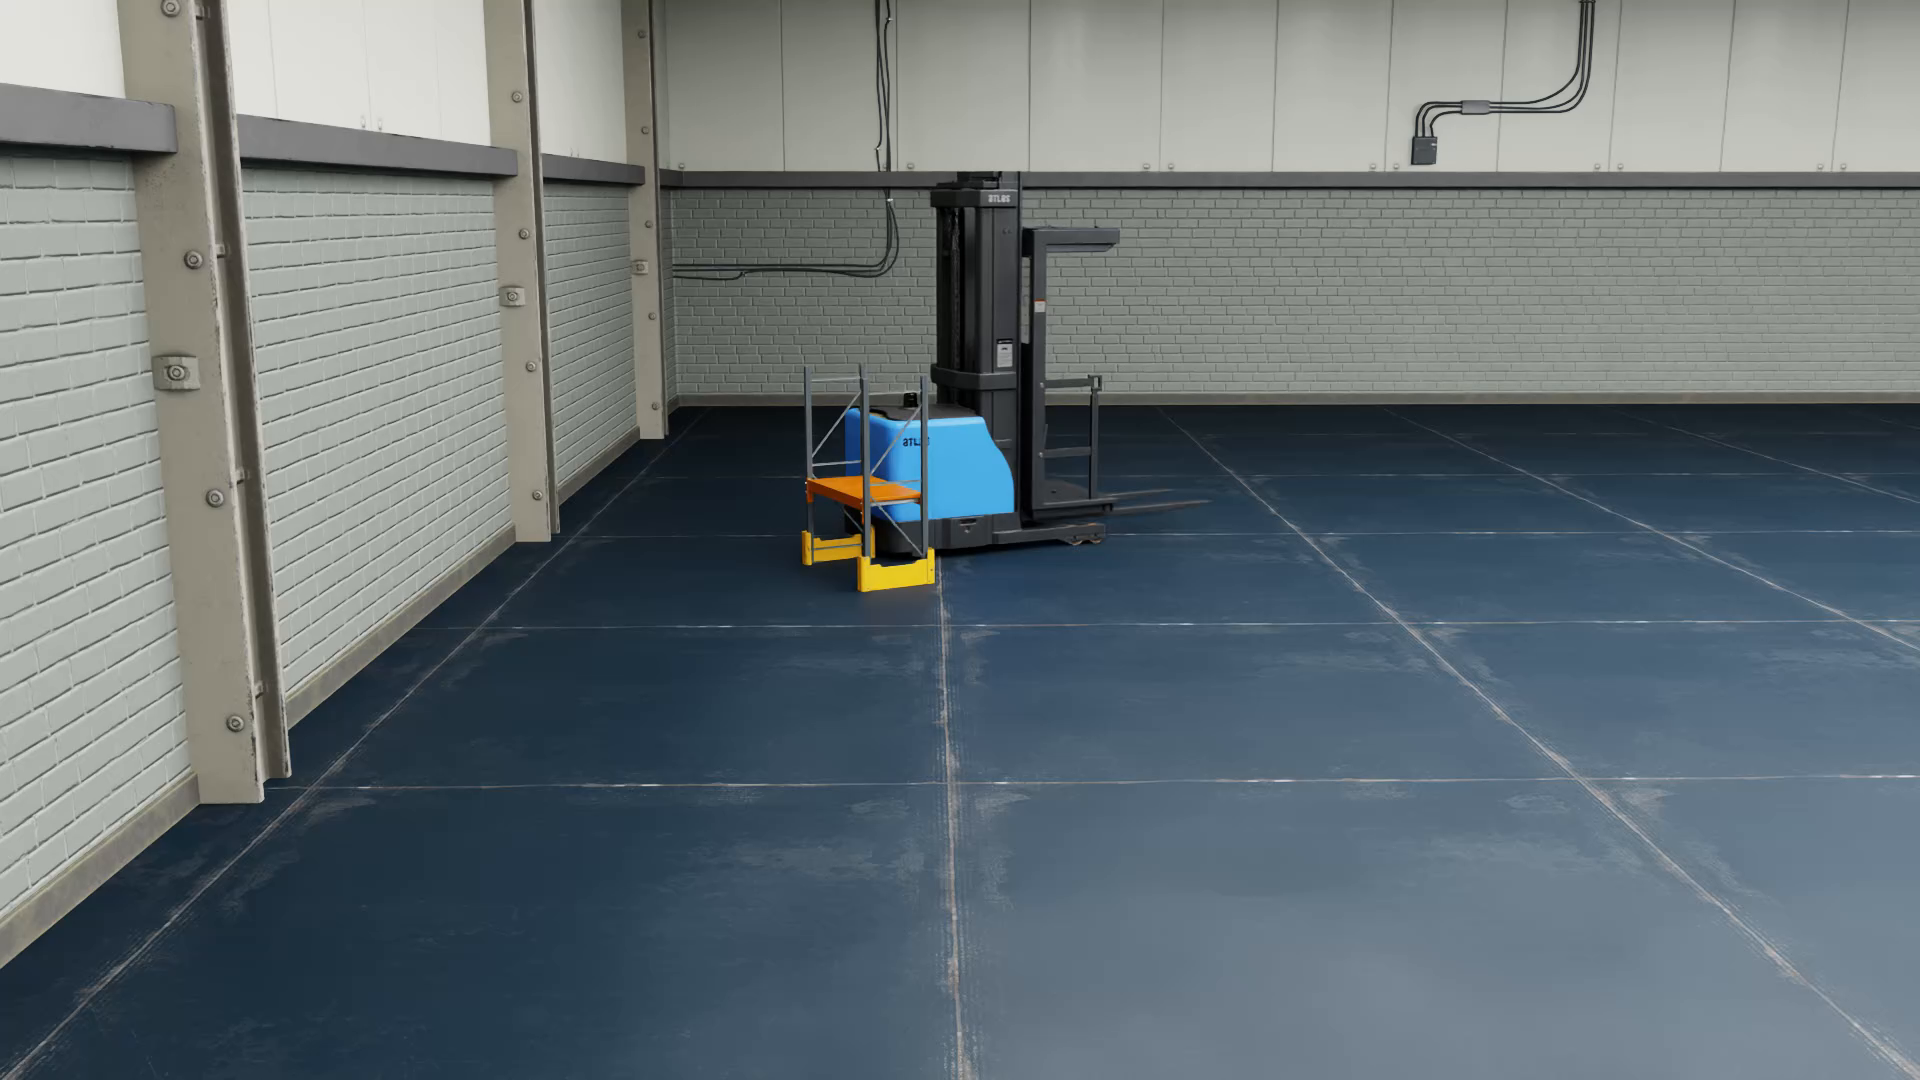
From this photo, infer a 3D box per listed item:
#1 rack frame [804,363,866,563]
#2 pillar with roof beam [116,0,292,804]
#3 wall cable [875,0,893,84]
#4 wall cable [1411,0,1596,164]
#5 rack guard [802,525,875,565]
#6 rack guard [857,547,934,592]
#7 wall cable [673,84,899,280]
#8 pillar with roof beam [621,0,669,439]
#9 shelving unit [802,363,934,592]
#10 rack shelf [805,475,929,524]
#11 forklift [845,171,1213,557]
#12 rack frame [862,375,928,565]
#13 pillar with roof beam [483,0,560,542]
[{"bbox_3d":[-0.938,-0.580,12.648,0.500,1.500,0.032,-6,13,-28],"label":"rack frame"},{"bbox_3d":[0.938,-3.262,7.003,9.100,9.000,0.400,0,11,-1],"label":"pillar with roof beam"},{"bbox_3d":[0.352,-7.185,21.448,3.097,2.526,0.112,0,11,-1],"label":"wall cable"},{"bbox_3d":[7.139,-7.923,21.425,2.305,6.003,0.169,0,11,-1],"label":"wall cable"},{"bbox_3d":[-0.929,0.035,12.756,0.587,0.250,0.087,-6,13,-28],"label":"rack guard"},{"bbox_3d":[-0.456,0.210,11.896,0.587,0.250,0.087,-6,13,-28],"label":"rack guard"},{"bbox_3d":[-2.353,-4.699,21.895,3.097,2.526,0.112,0,11,-1],"label":"wall cable"},{"bbox_3d":[0.690,-5.647,18.761,9.100,9.000,0.400,0,11,-1],"label":"pillar with roof beam"},{"bbox_3d":[-0.692,-0.490,12.202,0.587,1.500,1.083,-6,13,-28],"label":"shelving unit"},{"bbox_3d":[-0.697,-0.315,12.245,0.538,0.185,1.000,-6,13,-28],"label":"rack shelf"},{"bbox_3d":[0.622,-1.481,13.487,3.031,2.935,1.130,-5,13,-24],"label":"forklift"},{"bbox_3d":[-0.455,-0.403,11.771,0.500,1.500,0.032,-6,13,-28],"label":"rack frame"},{"bbox_3d":[0.814,-4.454,12.882,9.100,9.000,0.400,0,11,-1],"label":"pillar with roof beam"}]
